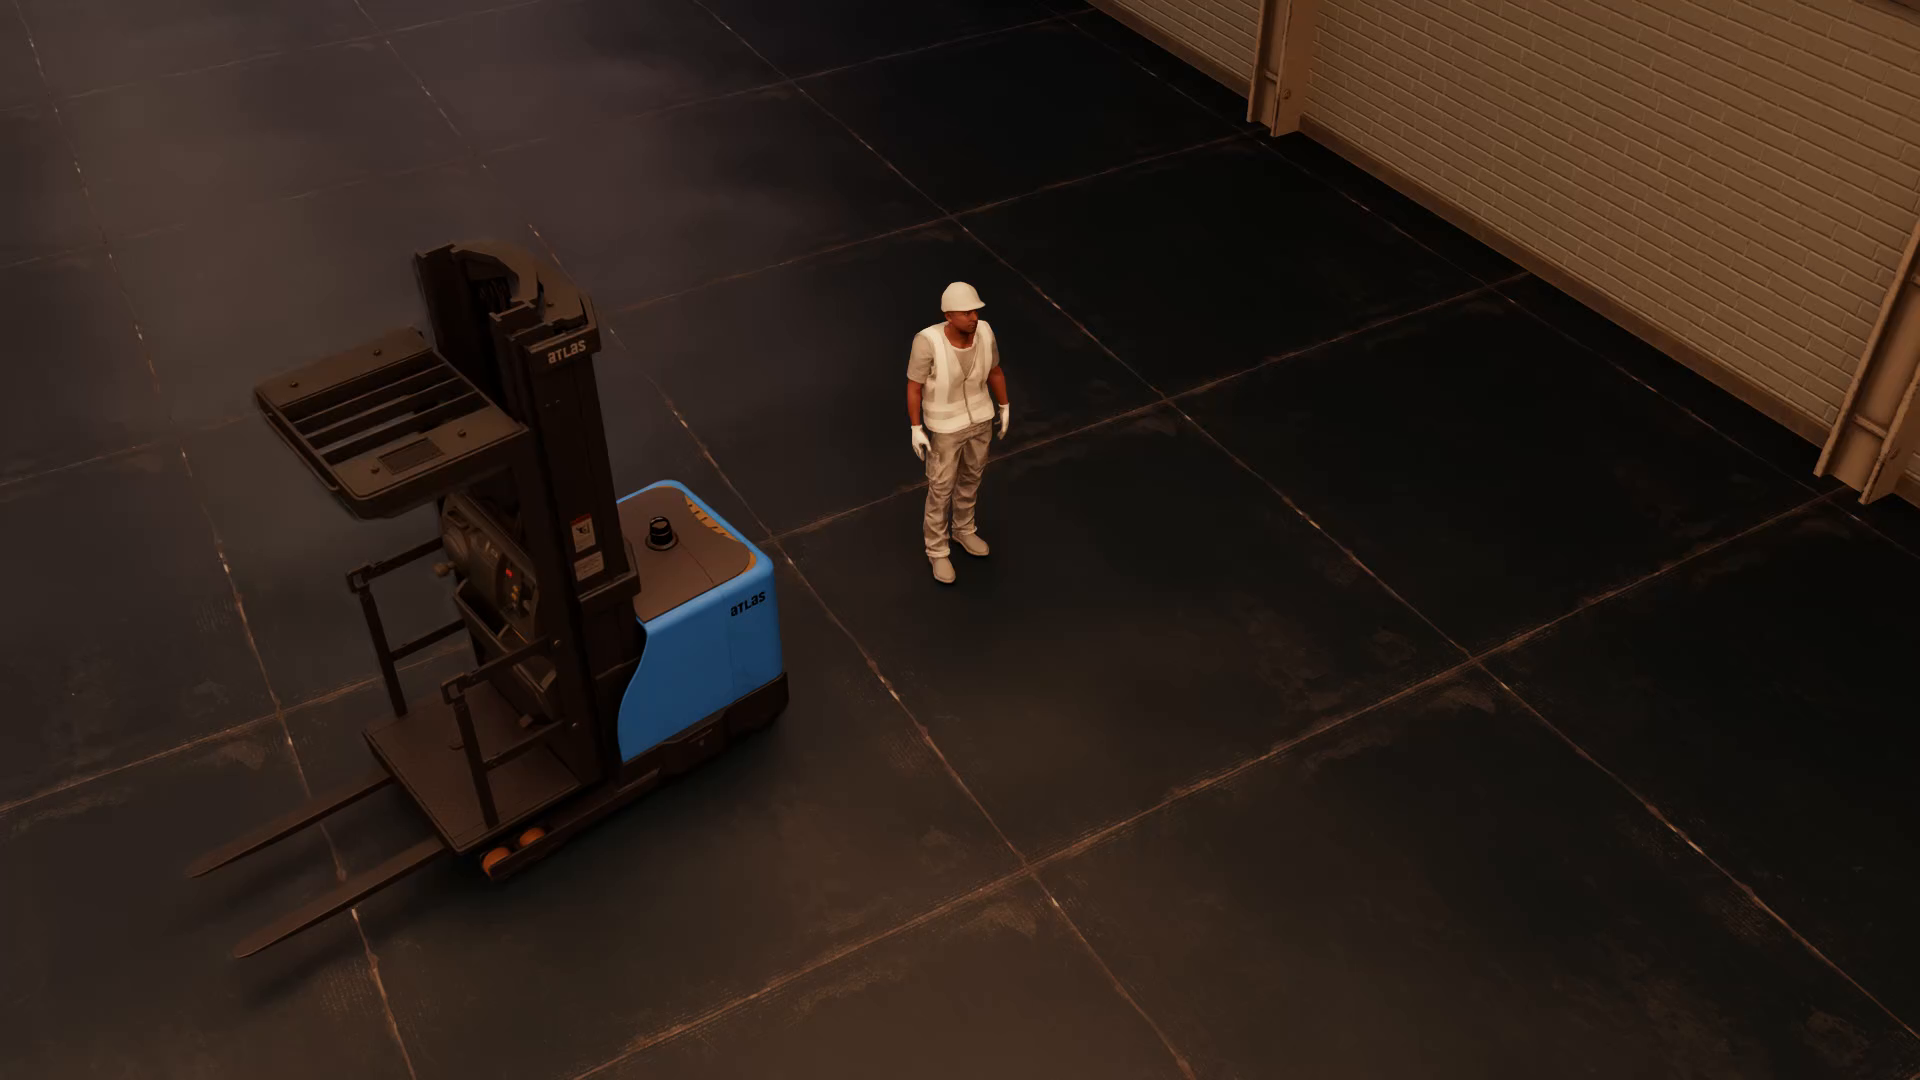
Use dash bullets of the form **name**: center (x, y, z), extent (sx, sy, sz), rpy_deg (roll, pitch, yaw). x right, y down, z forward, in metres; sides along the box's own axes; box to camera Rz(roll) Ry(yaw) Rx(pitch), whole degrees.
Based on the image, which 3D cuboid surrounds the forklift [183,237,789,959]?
- **forklift**: center (-2.393, 0.186, 7.812), extent (3.031, 2.935, 1.130), rpy_deg (-28, 47, -30)

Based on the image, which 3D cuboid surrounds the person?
- **person**: center (0.029, -0.649, 9.706), extent (0.657, 1.785, 0.575), rpy_deg (-20, 44, -23)
